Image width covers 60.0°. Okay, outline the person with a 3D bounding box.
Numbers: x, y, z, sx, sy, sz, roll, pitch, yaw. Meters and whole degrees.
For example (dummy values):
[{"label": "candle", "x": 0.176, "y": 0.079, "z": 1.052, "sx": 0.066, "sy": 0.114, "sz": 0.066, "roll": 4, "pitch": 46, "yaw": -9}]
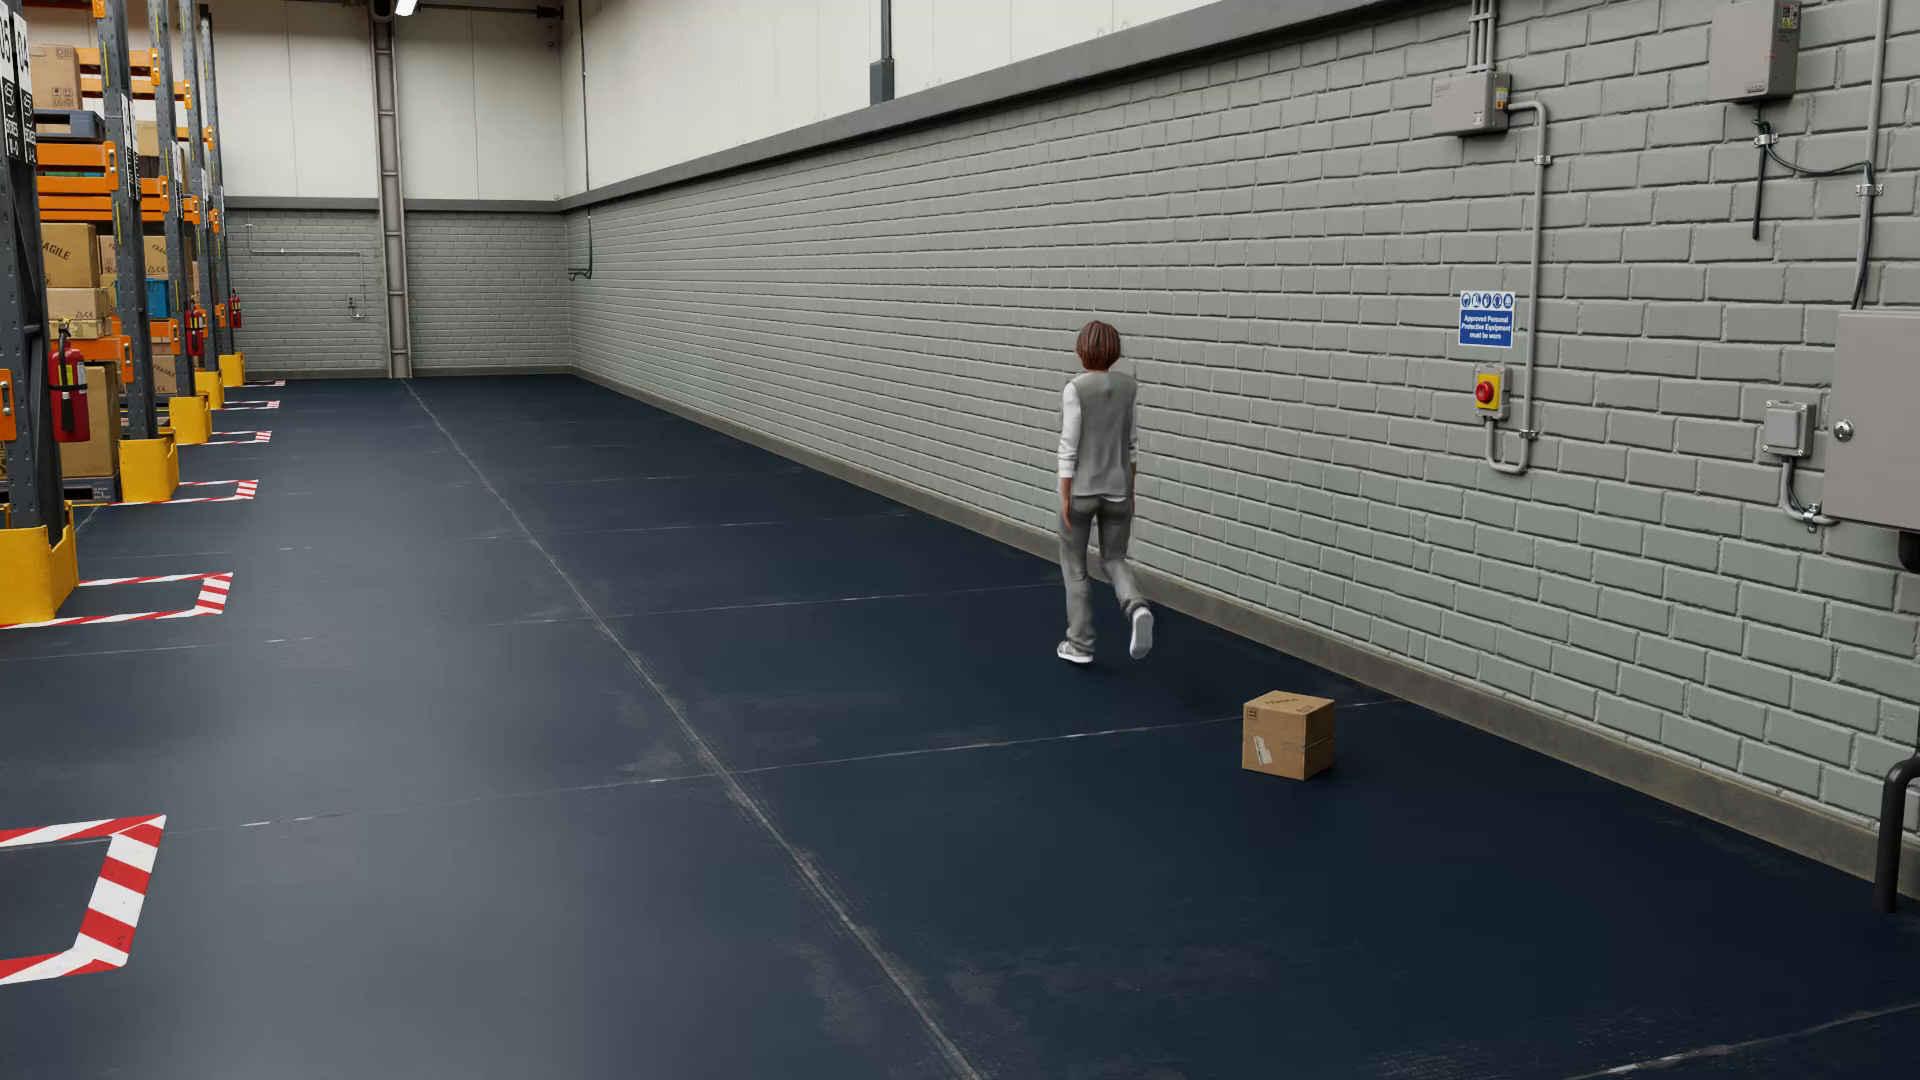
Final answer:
[{"label": "person", "x": 0.641, "y": -0.195, "z": 7.513, "sx": 0.424, "sy": 1.582, "sz": 0.640, "roll": -3, "pitch": 10, "yaw": -19}]
